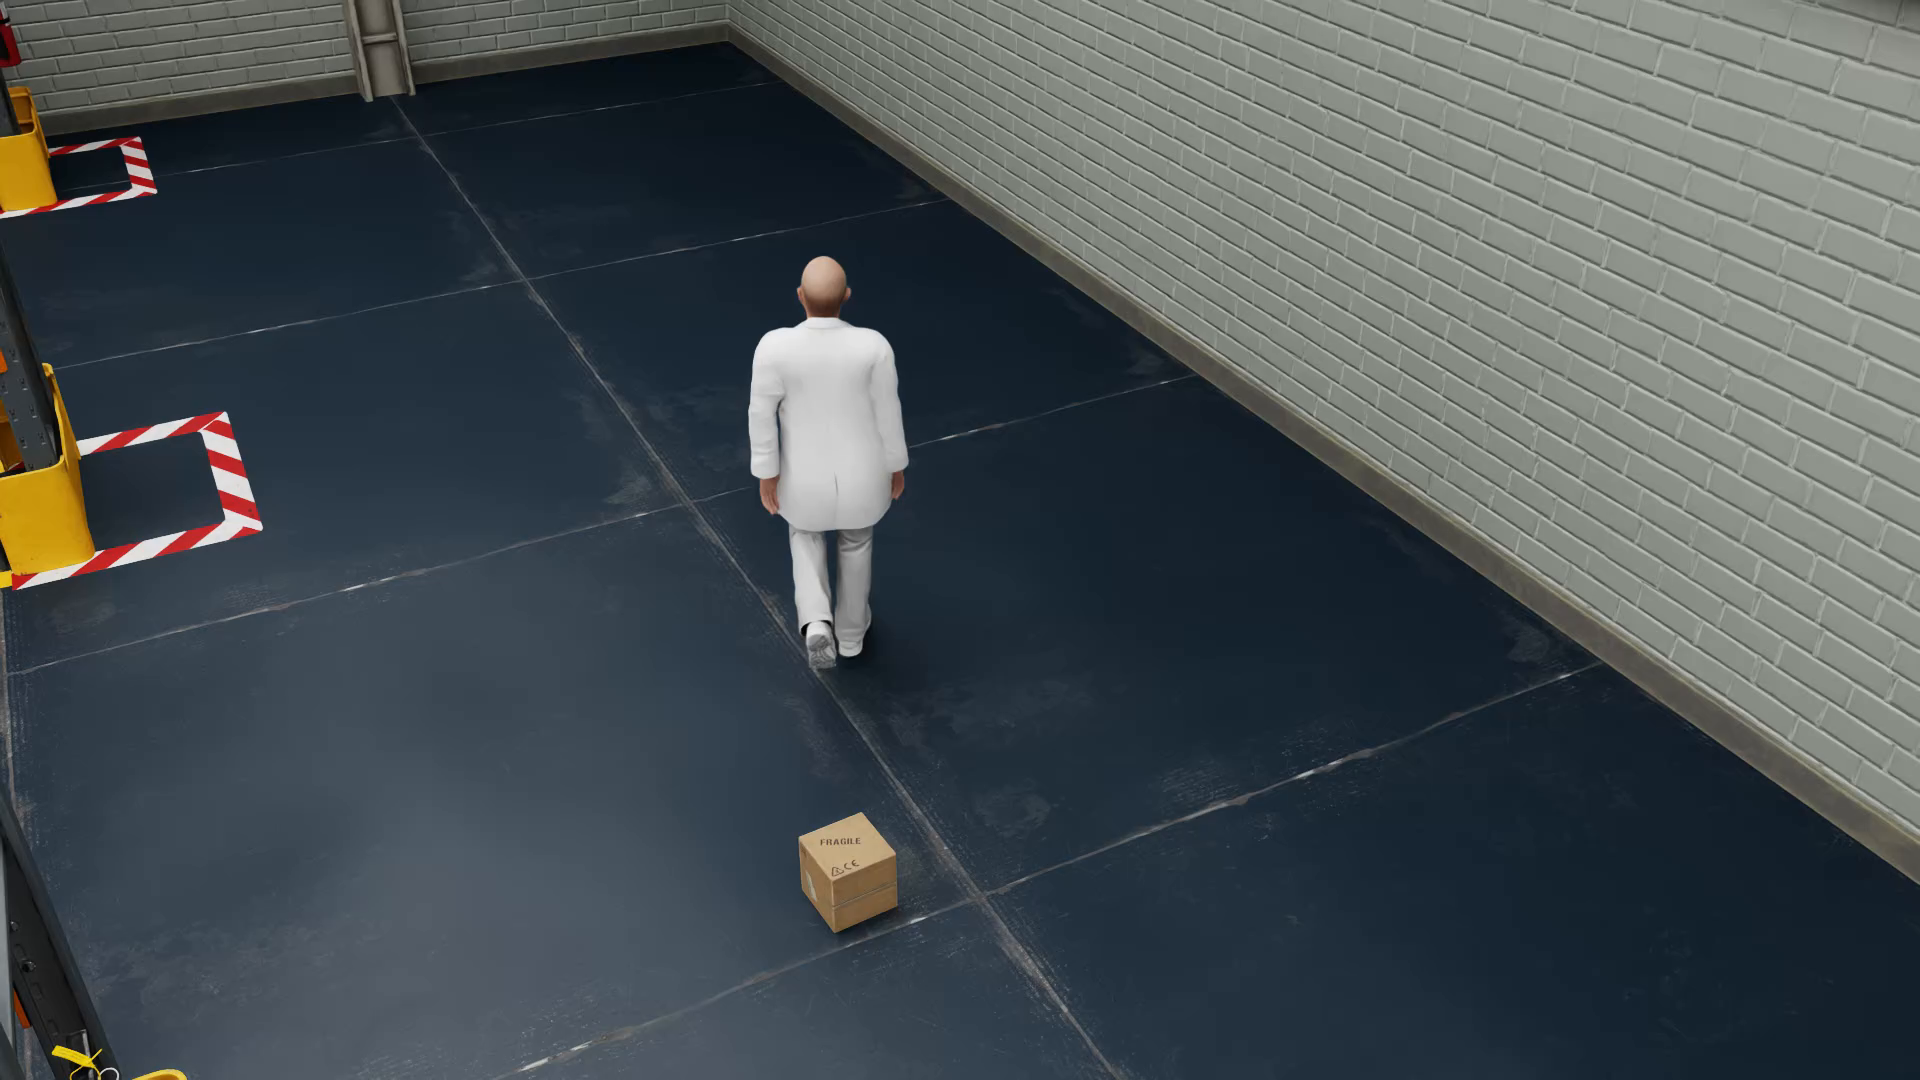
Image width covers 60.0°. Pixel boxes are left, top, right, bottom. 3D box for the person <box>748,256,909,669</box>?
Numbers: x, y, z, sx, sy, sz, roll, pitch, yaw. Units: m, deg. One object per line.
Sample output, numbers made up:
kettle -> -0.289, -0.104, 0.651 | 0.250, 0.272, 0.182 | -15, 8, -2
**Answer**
person -> -0.509, -0.269, 6.528 | 0.620, 1.759, 0.647 | -2, 33, -2
